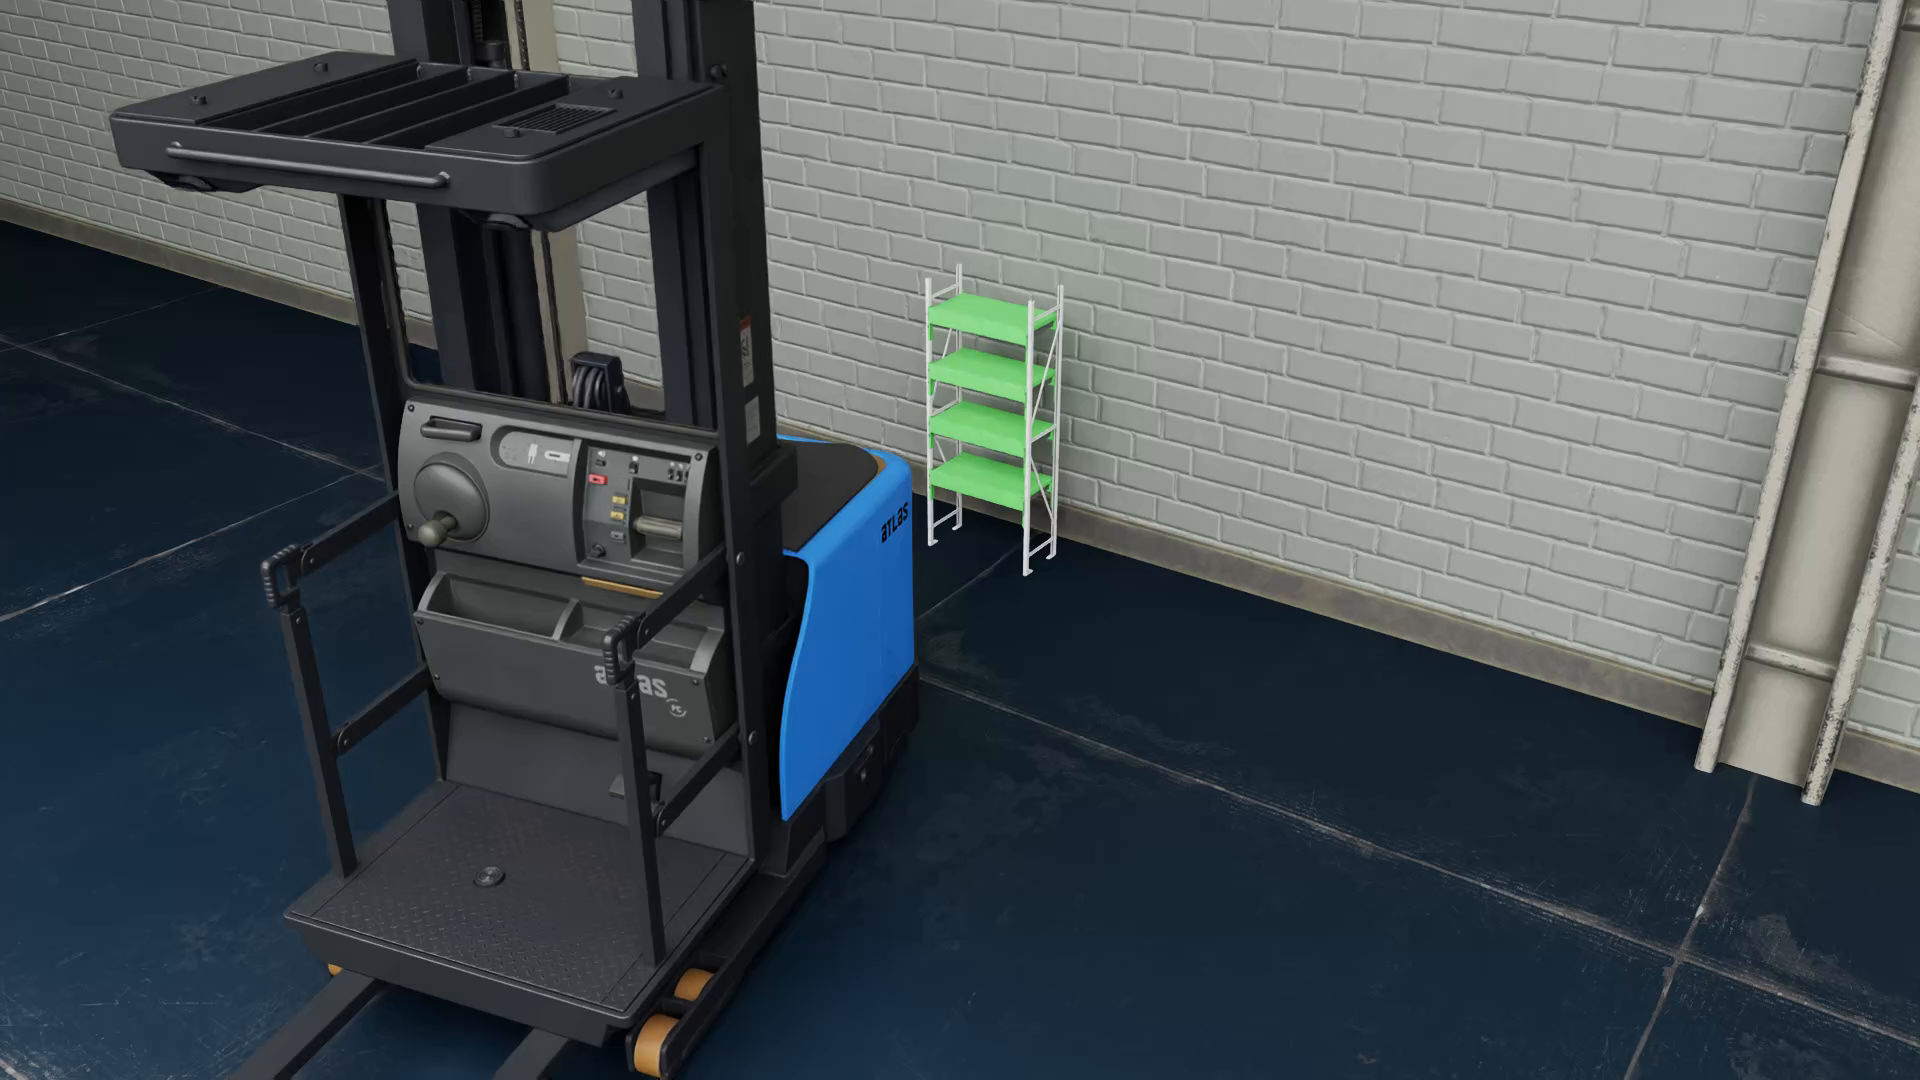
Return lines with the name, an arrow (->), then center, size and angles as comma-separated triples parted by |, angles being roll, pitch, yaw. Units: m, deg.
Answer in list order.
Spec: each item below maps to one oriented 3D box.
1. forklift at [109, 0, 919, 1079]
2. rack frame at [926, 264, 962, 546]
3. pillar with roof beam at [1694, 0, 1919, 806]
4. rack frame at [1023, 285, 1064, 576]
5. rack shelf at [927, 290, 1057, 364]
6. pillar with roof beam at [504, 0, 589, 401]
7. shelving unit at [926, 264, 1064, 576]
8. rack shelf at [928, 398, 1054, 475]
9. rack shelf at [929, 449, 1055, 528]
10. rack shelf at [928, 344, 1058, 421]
forklift -> -1.154, -0.089, 4.193 | 1.130, 2.935, 3.031 | 10, 29, 19
rack frame -> -0.065, -0.555, 7.017 | 0.015, 1.200, 0.240 | 17, 32, 30
pillar with roof beam -> 0.334, -1.625, 0.522 | 0.400, 9.000, 9.100 | 17, 32, 30
rack frame -> 0.338, -0.430, 6.771 | 0.015, 1.200, 0.240 | 17, 32, 30
rack shelf -> 0.136, -0.863, 6.706 | 0.480, 0.148, 0.258 | 17, 32, 30
pillar with roof beam -> -4.612, -3.166, 3.549 | 0.400, 9.000, 9.100 | 17, 32, 30
shelving unit -> 0.136, -0.492, 6.894 | 0.503, 1.200, 0.258 | 17, 32, 30
rack shelf -> 0.136, -0.435, 6.923 | 0.480, 0.148, 0.258 | 17, 32, 30
rack shelf -> 0.136, -0.221, 7.032 | 0.480, 0.148, 0.258 | 17, 32, 30
rack shelf -> 0.136, -0.649, 6.814 | 0.480, 0.148, 0.258 | 17, 32, 30
